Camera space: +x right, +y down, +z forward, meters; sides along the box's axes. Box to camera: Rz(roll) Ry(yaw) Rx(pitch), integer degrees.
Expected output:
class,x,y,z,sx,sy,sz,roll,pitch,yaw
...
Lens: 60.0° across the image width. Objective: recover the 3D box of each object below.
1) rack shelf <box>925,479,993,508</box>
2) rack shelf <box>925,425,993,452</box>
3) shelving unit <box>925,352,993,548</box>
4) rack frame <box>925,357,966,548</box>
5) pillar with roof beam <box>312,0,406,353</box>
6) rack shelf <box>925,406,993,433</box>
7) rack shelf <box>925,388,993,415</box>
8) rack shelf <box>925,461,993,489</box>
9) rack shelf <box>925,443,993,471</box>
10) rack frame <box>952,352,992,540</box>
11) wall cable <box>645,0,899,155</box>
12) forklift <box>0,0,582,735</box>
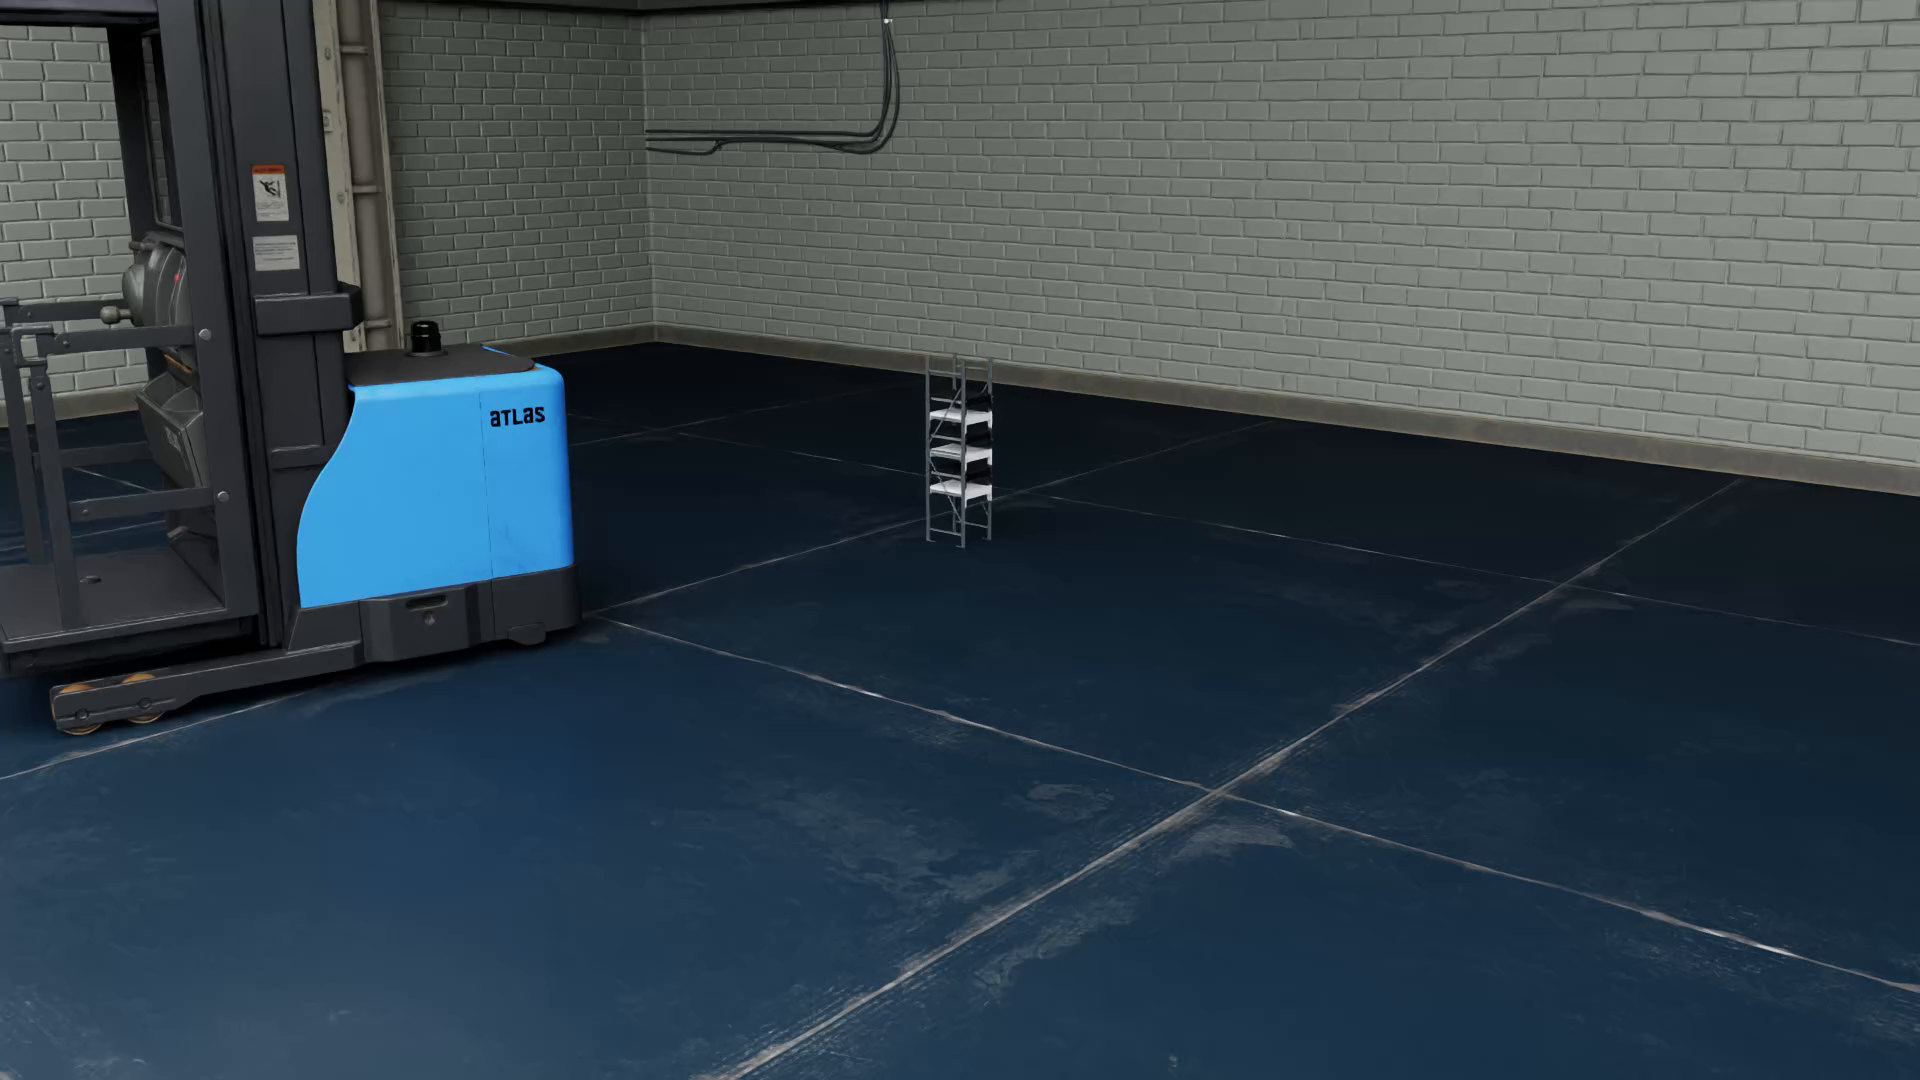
class,x,y,z,sx,sy,sz,roll,pitch,yaw
rack shelf,-0.005,-0.228,8.059,0.258,0.077,0.200,11,18,38
rack shelf,-0.005,-0.490,7.992,0.258,0.077,0.200,11,18,38
shelving unit,-0.005,-0.435,8.006,0.258,0.900,0.210,11,18,38
rack frame,-0.069,-0.415,7.929,0.240,0.900,0.006,11,18,38
pillar with roof beam,-1.231,-4.940,9.294,9.100,9.000,0.400,11,18,38
rack shelf,-0.005,-0.577,7.970,0.258,0.077,0.200,11,18,38
rack shelf,-0.005,-0.664,7.948,0.258,0.077,0.200,11,18,38
rack shelf,-0.005,-0.315,8.036,0.258,0.077,0.200,11,18,38
rack shelf,-0.005,-0.402,8.014,0.258,0.077,0.200,11,18,38
rack frame,0.059,-0.454,8.083,0.240,0.900,0.006,11,18,38
wall cable,-1.700,-4.461,13.714,3.097,2.526,0.112,11,18,38
forklift,-2.998,-0.916,5.777,3.031,2.935,1.130,-10,17,-33
